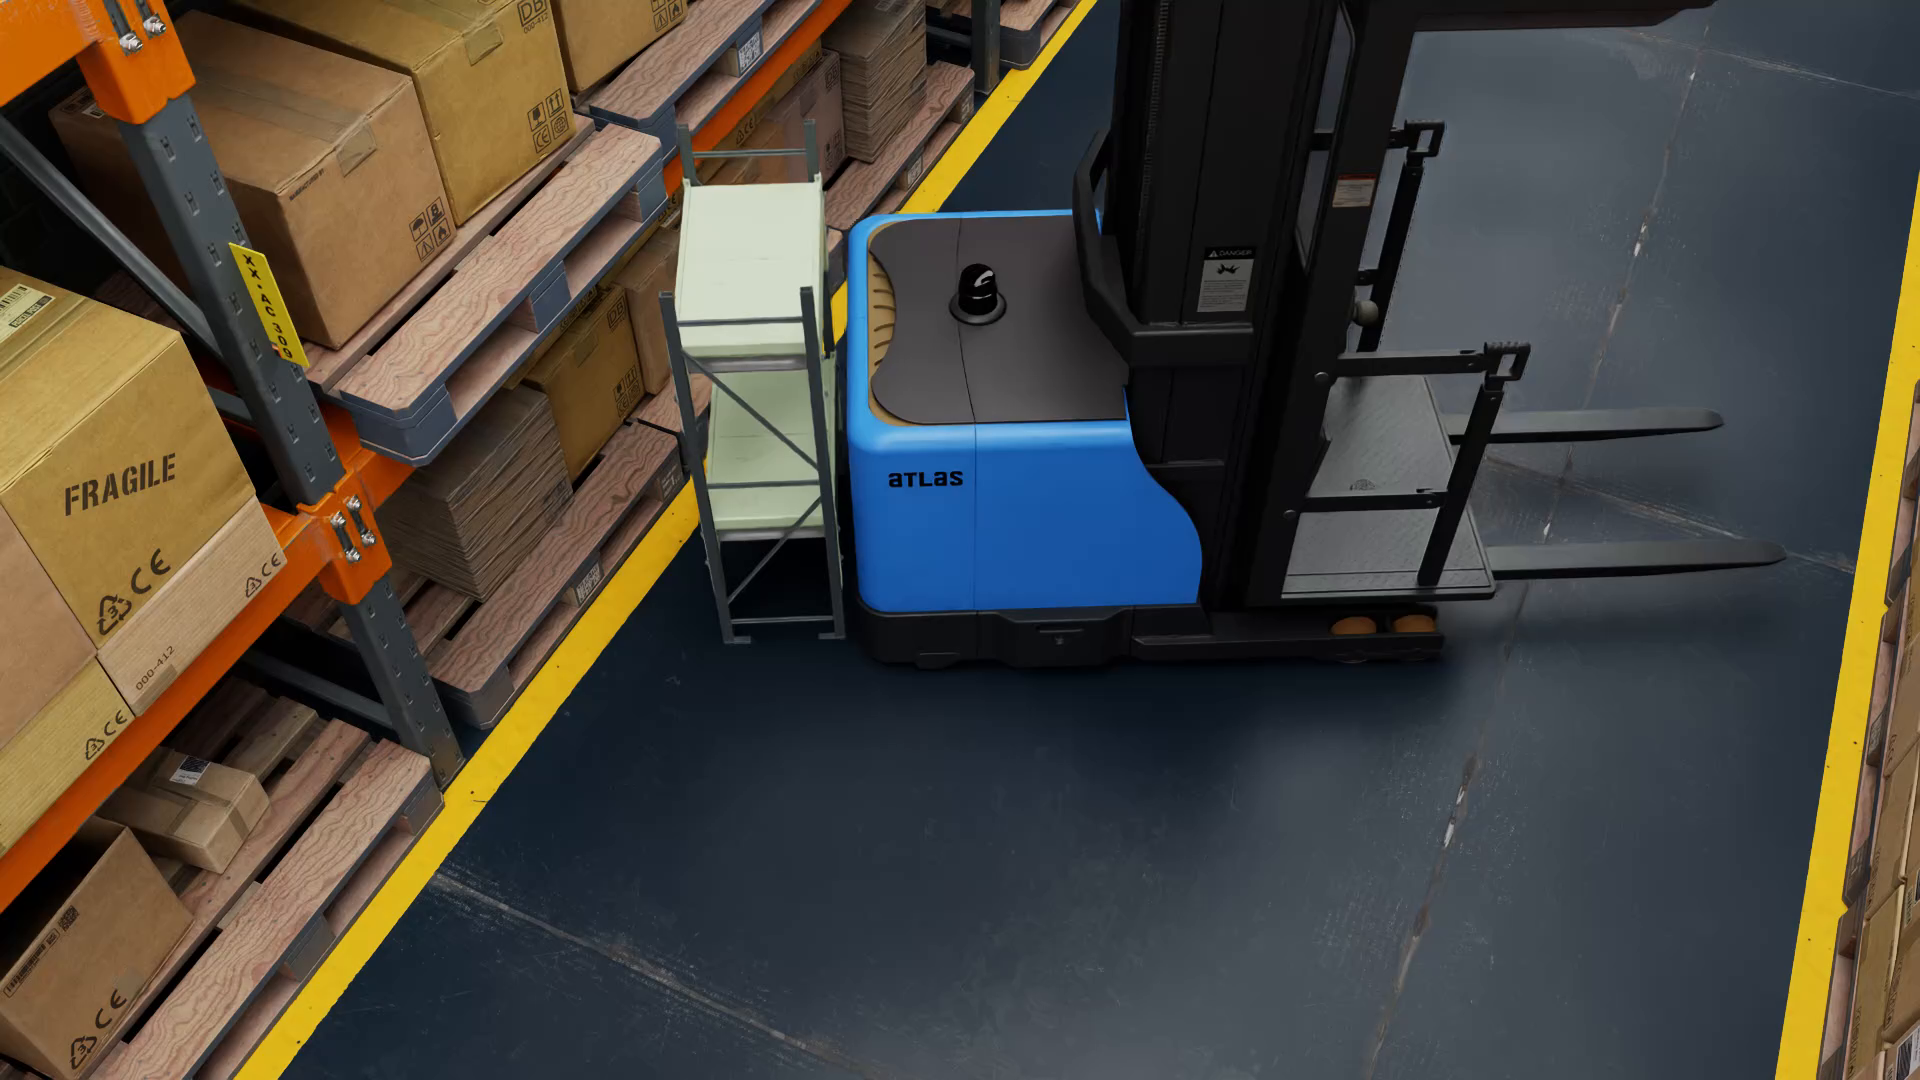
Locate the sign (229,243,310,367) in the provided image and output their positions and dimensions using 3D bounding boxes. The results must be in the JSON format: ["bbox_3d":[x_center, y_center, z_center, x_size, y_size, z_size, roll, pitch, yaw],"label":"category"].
[{"bbox_3d":[-1.515,-0.512,3.648,0.100,0.325,0.005,20,52,16],"label":"sign"}]

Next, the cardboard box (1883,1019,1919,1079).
[{"bbox_3d":[2.385,1.408,3.744,0.500,0.311,0.500,20,52,16],"label":"cardboard box"}]

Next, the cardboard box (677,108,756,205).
[{"bbox_3d":[-1.076,-1.492,5.910,0.500,0.250,0.500,20,52,16],"label":"cardboard box"}]

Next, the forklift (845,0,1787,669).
[{"bbox_3d":[1.167,-0.954,4.638,3.031,2.935,1.130,-2,50,-2],"label":"forklift"}]

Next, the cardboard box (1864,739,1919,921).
[{"bbox_3d":[2.822,0.882,4.560,0.500,0.250,0.500,21,53,17],"label":"cardboard box"}]

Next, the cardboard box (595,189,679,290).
[{"bbox_3d":[-1.306,-1.154,5.623,0.500,0.250,0.500,18,52,15],"label":"cardboard box"}]

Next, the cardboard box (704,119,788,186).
[{"bbox_3d":[-1.073,-1.309,6.246,0.700,0.500,0.500,20,52,16],"label":"cardboard box"}]

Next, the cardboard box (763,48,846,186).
[{"bbox_3d":[-0.886,-1.660,6.545,0.700,0.500,0.500,20,52,16],"label":"cardboard box"}]

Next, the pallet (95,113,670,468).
[{"bbox_3d":[-1.551,-0.819,4.604,1.003,0.211,1.213,20,52,16],"label":"pallet"}]

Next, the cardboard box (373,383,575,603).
[{"bbox_3d":[-1.710,-0.247,5.343,0.700,0.500,0.500,21,53,17],"label":"cardboard box"}]

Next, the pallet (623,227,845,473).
[{"bbox_3d":[-1.158,-0.879,6.359,1.003,0.211,1.213,20,52,16],"label":"pallet"}]

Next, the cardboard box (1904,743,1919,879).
[{"bbox_3d":[2.817,0.704,4.342,0.500,0.311,0.500,20,52,16],"label":"cardboard box"}]

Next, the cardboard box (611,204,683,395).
[{"bbox_3d":[-1.280,-0.958,5.948,0.700,0.500,0.500,20,53,16],"label":"cardboard box"}]

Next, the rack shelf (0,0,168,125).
[{"bbox_3d":[-2.864,0.236,2.083,1.077,0.370,4.000,20,52,16],"label":"rack shelf"}]

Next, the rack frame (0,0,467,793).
[{"bbox_3d":[-2.009,-0.403,4.123,1.000,3.000,0.127,20,52,16],"label":"rack frame"}]

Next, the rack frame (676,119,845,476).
[{"bbox_3d":[-0.614,-0.718,5.374,0.400,1.500,0.023,-2,50,-2],"label":"rack frame"}]

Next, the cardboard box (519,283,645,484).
[{"bbox_3d":[-1.534,-0.620,5.660,0.700,0.500,0.500,19,52,15],"label":"cardboard box"}]

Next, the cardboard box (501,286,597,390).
[{"bbox_3d":[-1.525,-0.795,5.317,0.500,0.250,0.500,19,52,15],"label":"cardboard box"}]

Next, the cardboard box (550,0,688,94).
[{"bbox_3d":[-1.263,-1.763,4.926,0.700,0.500,0.500,27,55,21],"label":"cardboard box"}]

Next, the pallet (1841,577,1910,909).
[{"bbox_3d":[3.271,0.747,4.976,1.003,0.211,1.213,20,52,16],"label":"pallet"}]

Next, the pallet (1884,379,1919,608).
[{"bbox_3d":[3.793,-0.090,5.688,1.003,0.211,1.213,20,52,16],"label":"pallet"}]

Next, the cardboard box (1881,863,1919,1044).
[{"bbox_3d":[2.602,1.047,4.051,0.500,0.311,0.500,21,53,17],"label":"cardboard box"}]

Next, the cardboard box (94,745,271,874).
[{"bbox_3d":[-2.211,0.751,4.713,0.380,0.166,0.250,14,51,11],"label":"cardboard box"}]

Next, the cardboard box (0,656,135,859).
[{"bbox_3d":[-2.158,0.405,3.521,0.500,0.250,0.500,20,52,16],"label":"cardboard box"}]

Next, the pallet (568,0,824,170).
[{"bbox_3d":[-1.109,-1.718,5.369,1.003,0.211,1.213,20,52,16],"label":"pallet"}]

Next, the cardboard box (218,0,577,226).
[{"bbox_3d":[-1.516,-1.299,4.532,0.700,0.500,0.500,25,54,20],"label":"cardboard box"}]

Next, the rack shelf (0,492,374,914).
[{"bbox_3d":[-2.864,1.208,3.225,1.077,0.370,4.000,20,52,16],"label":"rack shelf"}]

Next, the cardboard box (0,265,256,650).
[{"bbox_3d":[-1.931,-0.177,3.524,0.500,0.500,0.500,20,52,16],"label":"cardboard box"}]

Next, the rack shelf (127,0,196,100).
[{"bbox_3d":[-1.155,-2.519,4.427,1.077,0.370,4.000,20,52,16],"label":"rack shelf"}]

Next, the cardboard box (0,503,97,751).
[{"bbox_3d":[-2.139,0.168,3.230,0.500,0.500,0.500,20,52,16],"label":"cardboard box"}]

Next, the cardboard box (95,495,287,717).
[{"bbox_3d":[-1.937,0.064,3.811,0.500,0.250,0.500,20,52,16],"label":"cardboard box"}]

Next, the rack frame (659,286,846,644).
[{"bbox_3d":[-0.580,-0.161,4.900,0.400,1.500,0.023,-2,50,-2],"label":"rack frame"}]

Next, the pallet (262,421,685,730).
[{"bbox_3d":[-1.678,-0.036,5.642,1.003,0.211,1.213,20,52,16],"label":"pallet"}]

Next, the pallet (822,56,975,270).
[{"bbox_3d":[-0.635,-1.716,7.071,1.003,0.211,1.213,20,52,16],"label":"pallet"}]

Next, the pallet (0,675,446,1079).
[{"bbox_3d":[-2.264,0.975,4.782,1.003,0.211,1.213,20,52,16],"label":"pallet"}]

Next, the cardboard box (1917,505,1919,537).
[{"bbox_3d":[3.477,-0.181,5.464,0.500,0.250,0.500,18,52,15],"label":"cardboard box"}]

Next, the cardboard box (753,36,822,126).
[{"bbox_3d":[-0.861,-1.848,6.213,0.500,0.250,0.500,21,53,17],"label":"cardboard box"}]

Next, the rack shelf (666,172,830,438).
[{"bbox_3d":[-0.599,-0.692,4.840,0.431,0.370,0.720,-2,50,-2],"label":"rack shelf"}]

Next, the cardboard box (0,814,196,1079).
[{"bbox_3d":[-2.416,0.993,4.288,0.500,0.500,0.500,16,52,13],"label":"cardboard box"}]

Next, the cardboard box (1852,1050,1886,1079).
[{"bbox_3d":[2.386,1.582,3.964,0.500,0.250,0.500,19,52,16],"label":"cardboard box"}]

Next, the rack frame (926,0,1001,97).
[{"bbox_3d":[-0.300,-3.157,6.467,1.000,3.000,0.127,20,52,16],"label":"rack frame"}]

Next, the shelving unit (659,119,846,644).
[{"bbox_3d":[-0.597,-0.439,5.137,0.431,1.500,0.755,-2,50,-2],"label":"shelving unit"}]

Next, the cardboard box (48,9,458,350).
[{"bbox_3d":[-1.761,-0.917,4.206,0.700,0.500,0.500,20,52,16],"label":"cardboard box"}]

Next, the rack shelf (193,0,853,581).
[{"bbox_3d":[-1.155,-1.547,5.569,1.077,0.370,4.000,20,52,16],"label":"rack shelf"}]

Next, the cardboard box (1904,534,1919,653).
[{"bbox_3d":[3.260,0.179,5.158,0.500,0.250,0.500,19,52,15],"label":"cardboard box"}]

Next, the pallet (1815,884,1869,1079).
[{"bbox_3d":[2.751,1.590,4.258,1.003,0.211,1.213,20,52,16],"label":"pallet"}]

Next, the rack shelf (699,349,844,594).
[{"bbox_3d":[-0.595,-0.228,5.386,0.431,0.370,0.720,-2,50,-2],"label":"rack shelf"}]

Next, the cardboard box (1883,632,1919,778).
[{"bbox_3d":[3.041,0.532,4.858,0.500,0.250,0.500,21,53,17],"label":"cardboard box"}]

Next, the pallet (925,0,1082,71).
[{"bbox_3d":[0.105,-2.772,7.970,1.003,0.211,1.213,20,52,16],"label":"pallet"}]

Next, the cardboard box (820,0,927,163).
[{"bbox_3d":[-0.561,-1.977,6.815,0.700,0.500,0.500,20,53,17],"label":"cardboard box"}]

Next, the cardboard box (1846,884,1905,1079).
[{"bbox_3d":[2.604,1.234,4.260,0.500,0.250,0.500,19,52,16],"label":"cardboard box"}]
